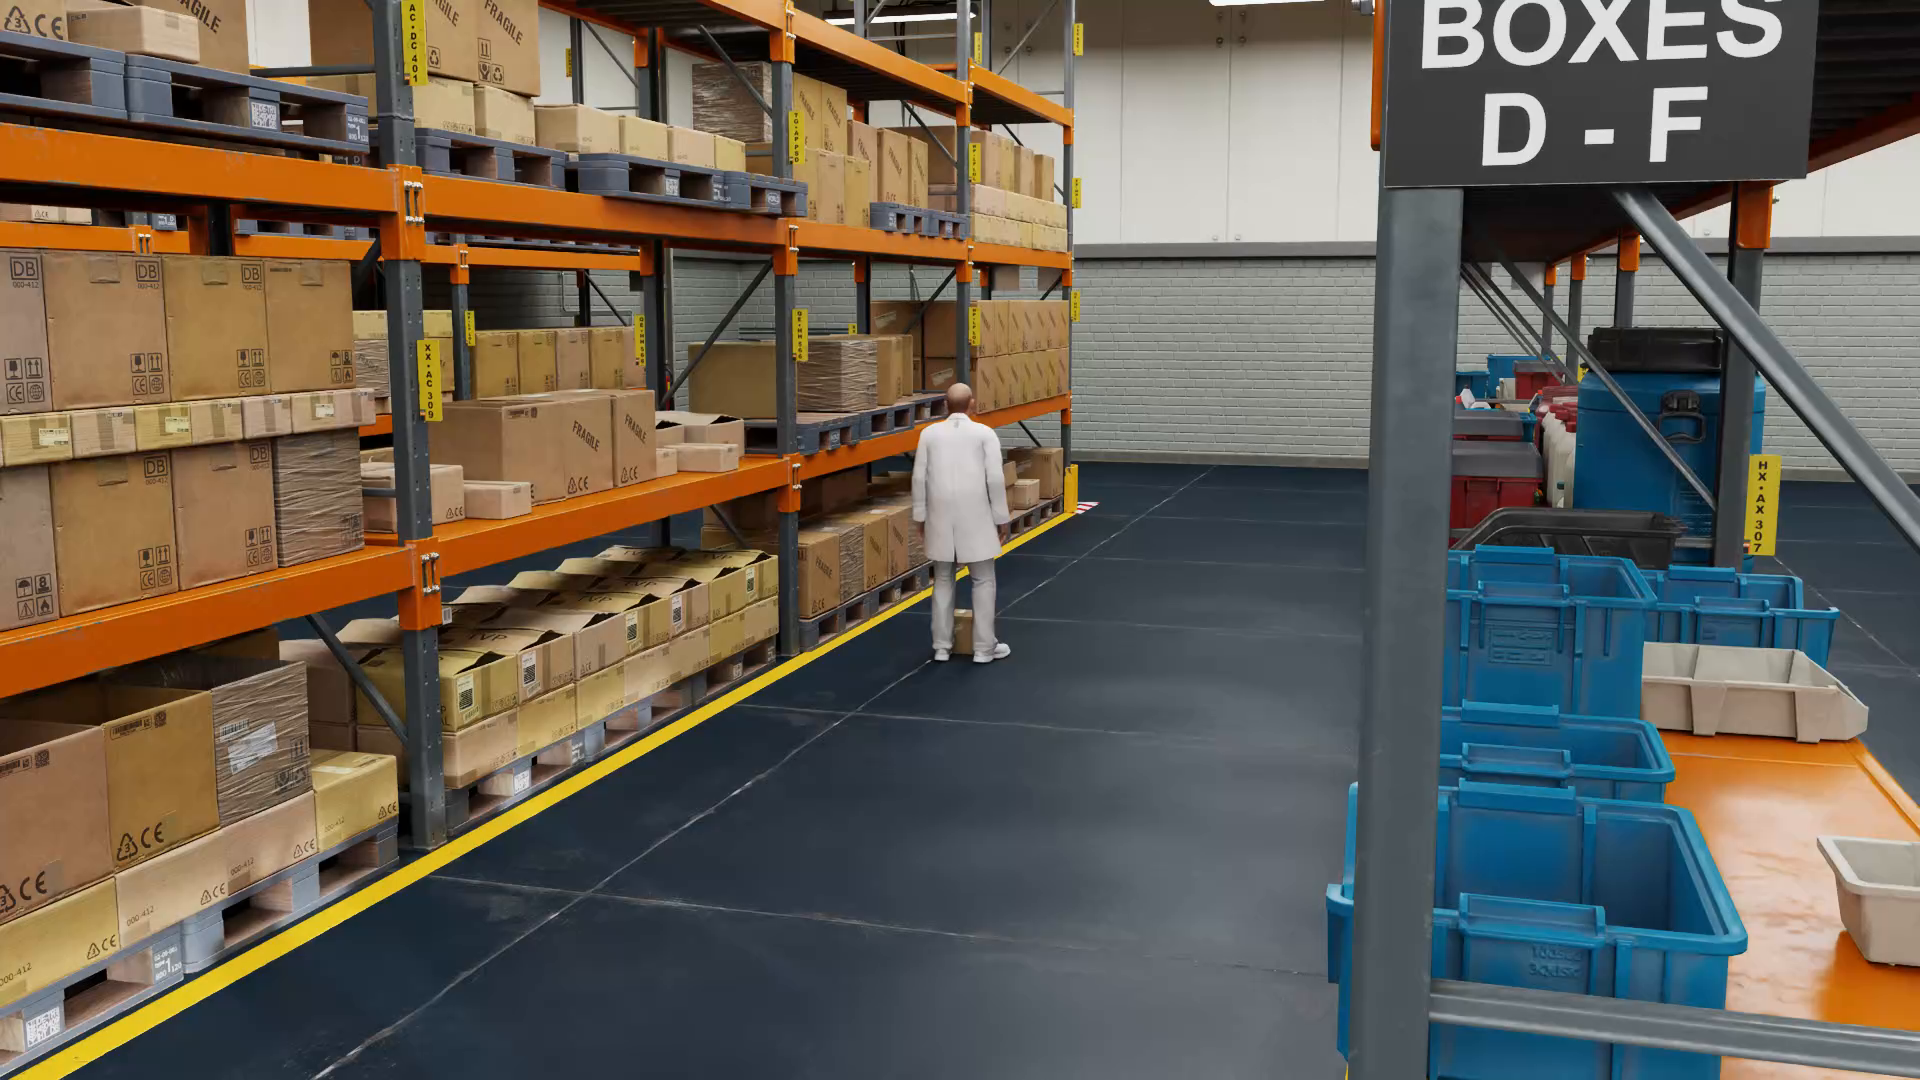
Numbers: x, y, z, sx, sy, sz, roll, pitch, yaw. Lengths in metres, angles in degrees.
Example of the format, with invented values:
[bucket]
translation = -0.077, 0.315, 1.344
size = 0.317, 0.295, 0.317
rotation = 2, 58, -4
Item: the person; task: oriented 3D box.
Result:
[person]
translation = 0.006, -0.113, 10.665
size = 0.646, 1.774, 0.421
rotation = 2, 8, 16
